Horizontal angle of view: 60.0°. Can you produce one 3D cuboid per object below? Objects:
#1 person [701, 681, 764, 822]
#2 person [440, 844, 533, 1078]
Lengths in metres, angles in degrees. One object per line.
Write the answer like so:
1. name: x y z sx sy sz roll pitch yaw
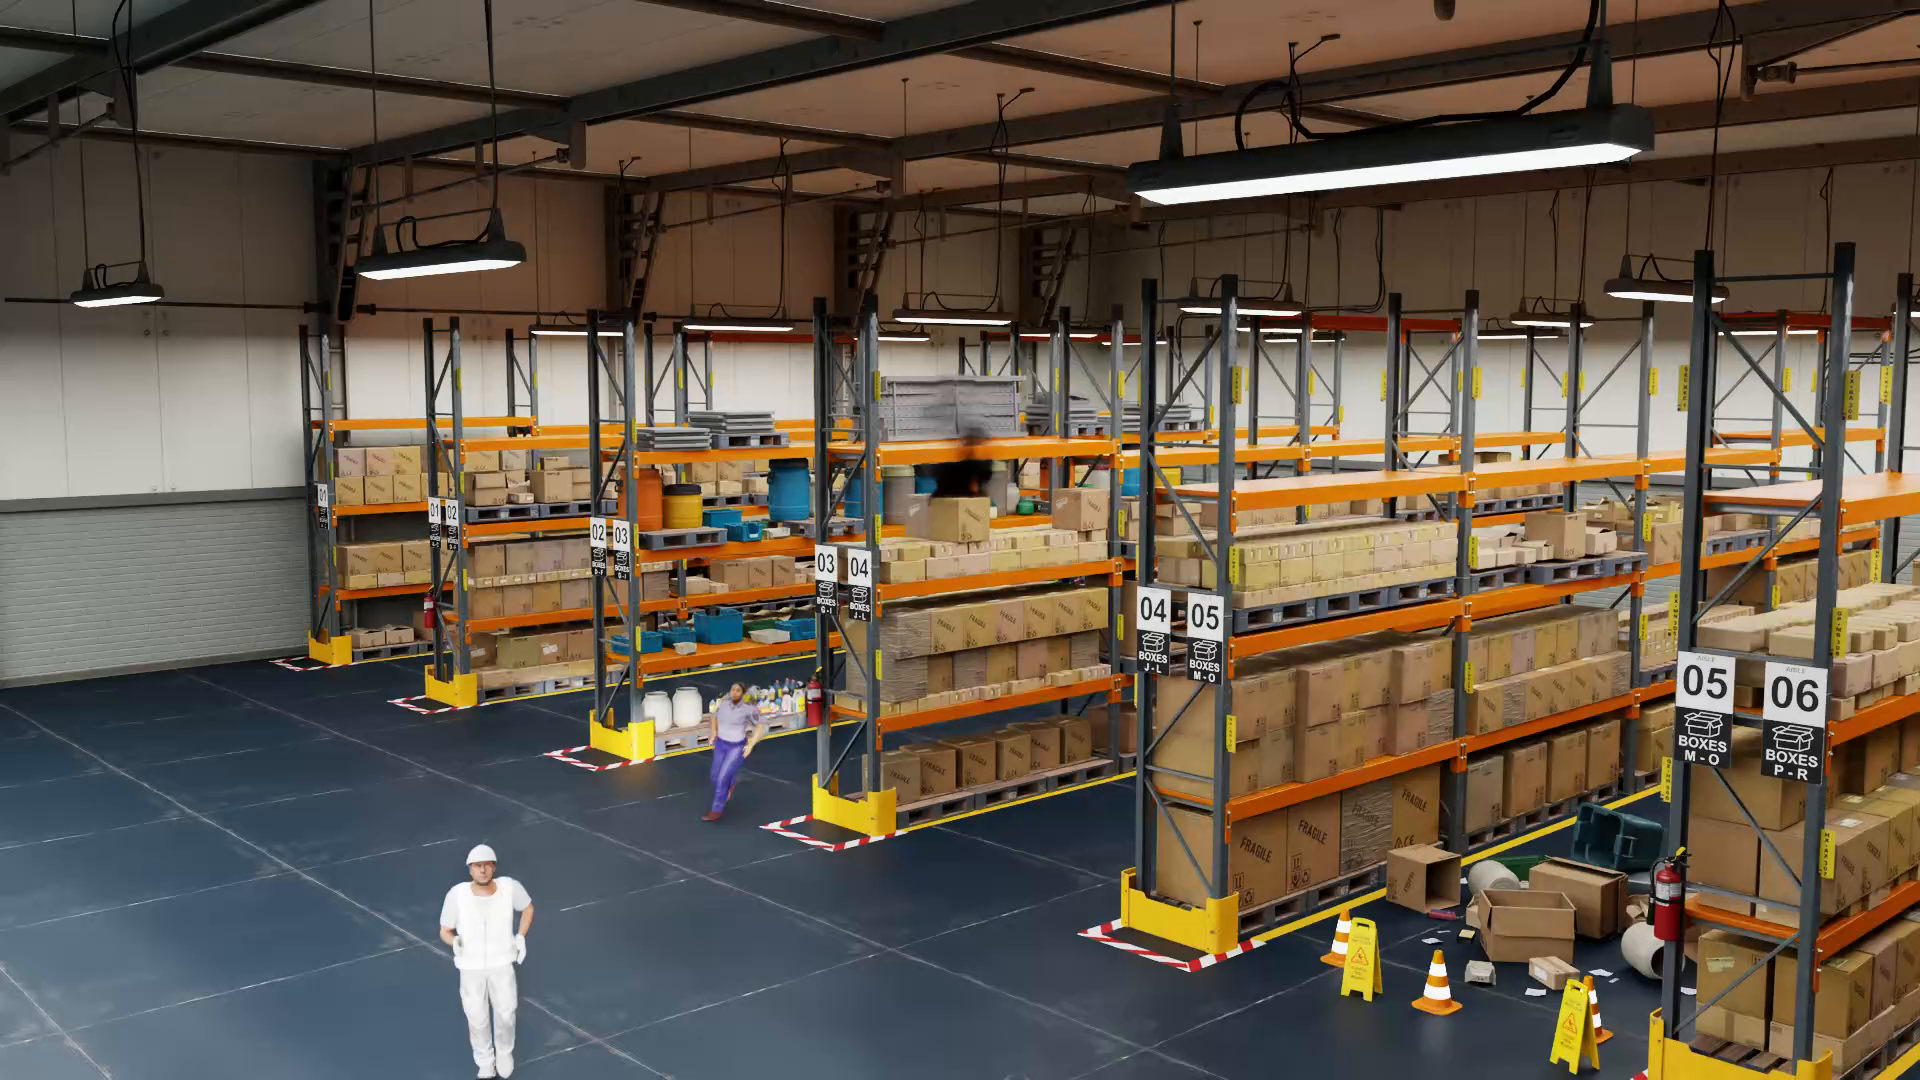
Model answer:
1. person: -2.626 2.430 19.333 0.664 1.593 0.751 2 6 23
2. person: -3.406 3.075 11.994 0.655 1.743 0.629 -2 6 -15
